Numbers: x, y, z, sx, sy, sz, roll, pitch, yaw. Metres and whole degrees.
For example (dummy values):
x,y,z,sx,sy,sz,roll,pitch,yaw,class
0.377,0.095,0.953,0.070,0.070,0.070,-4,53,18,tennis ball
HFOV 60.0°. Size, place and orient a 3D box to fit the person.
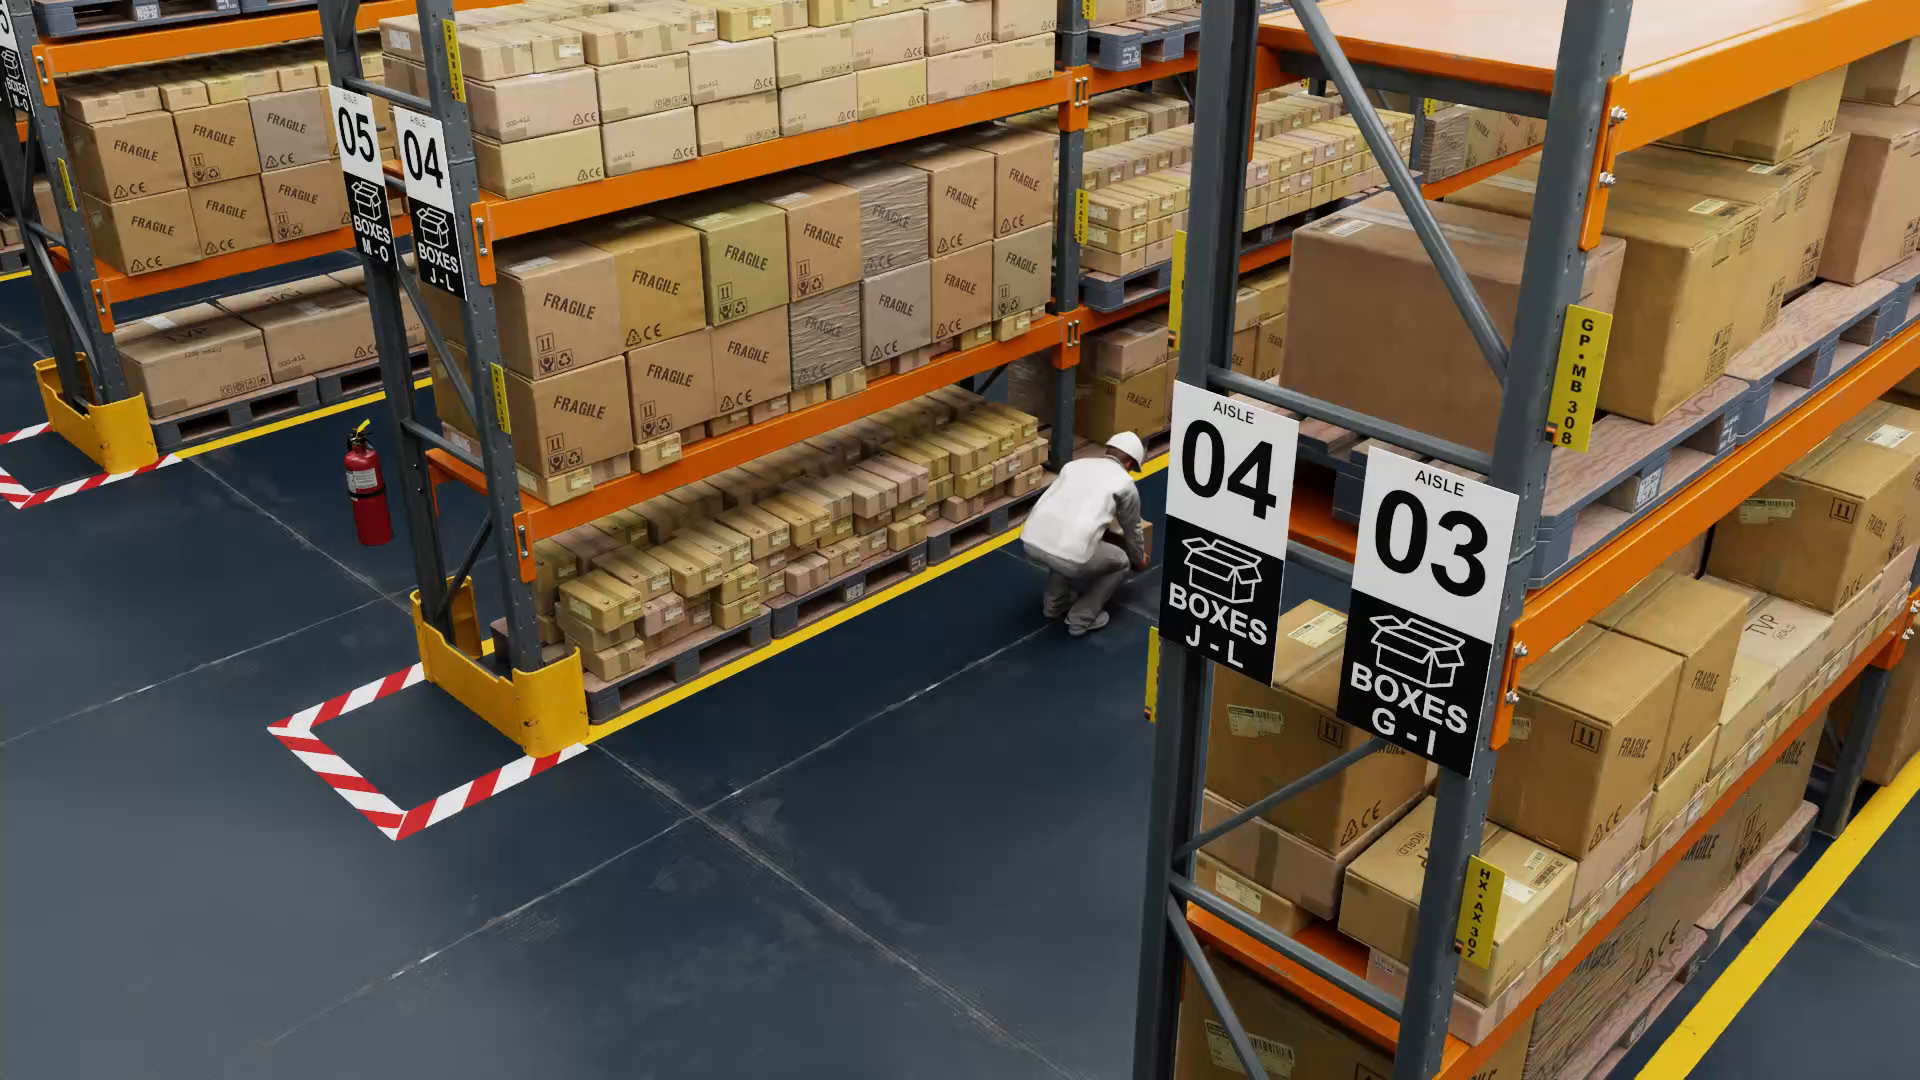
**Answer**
x,y,z,sx,sy,sz,roll,pitch,yaw,class
0.738,-0.035,9.499,0.511,1.004,0.929,23,36,37,person
